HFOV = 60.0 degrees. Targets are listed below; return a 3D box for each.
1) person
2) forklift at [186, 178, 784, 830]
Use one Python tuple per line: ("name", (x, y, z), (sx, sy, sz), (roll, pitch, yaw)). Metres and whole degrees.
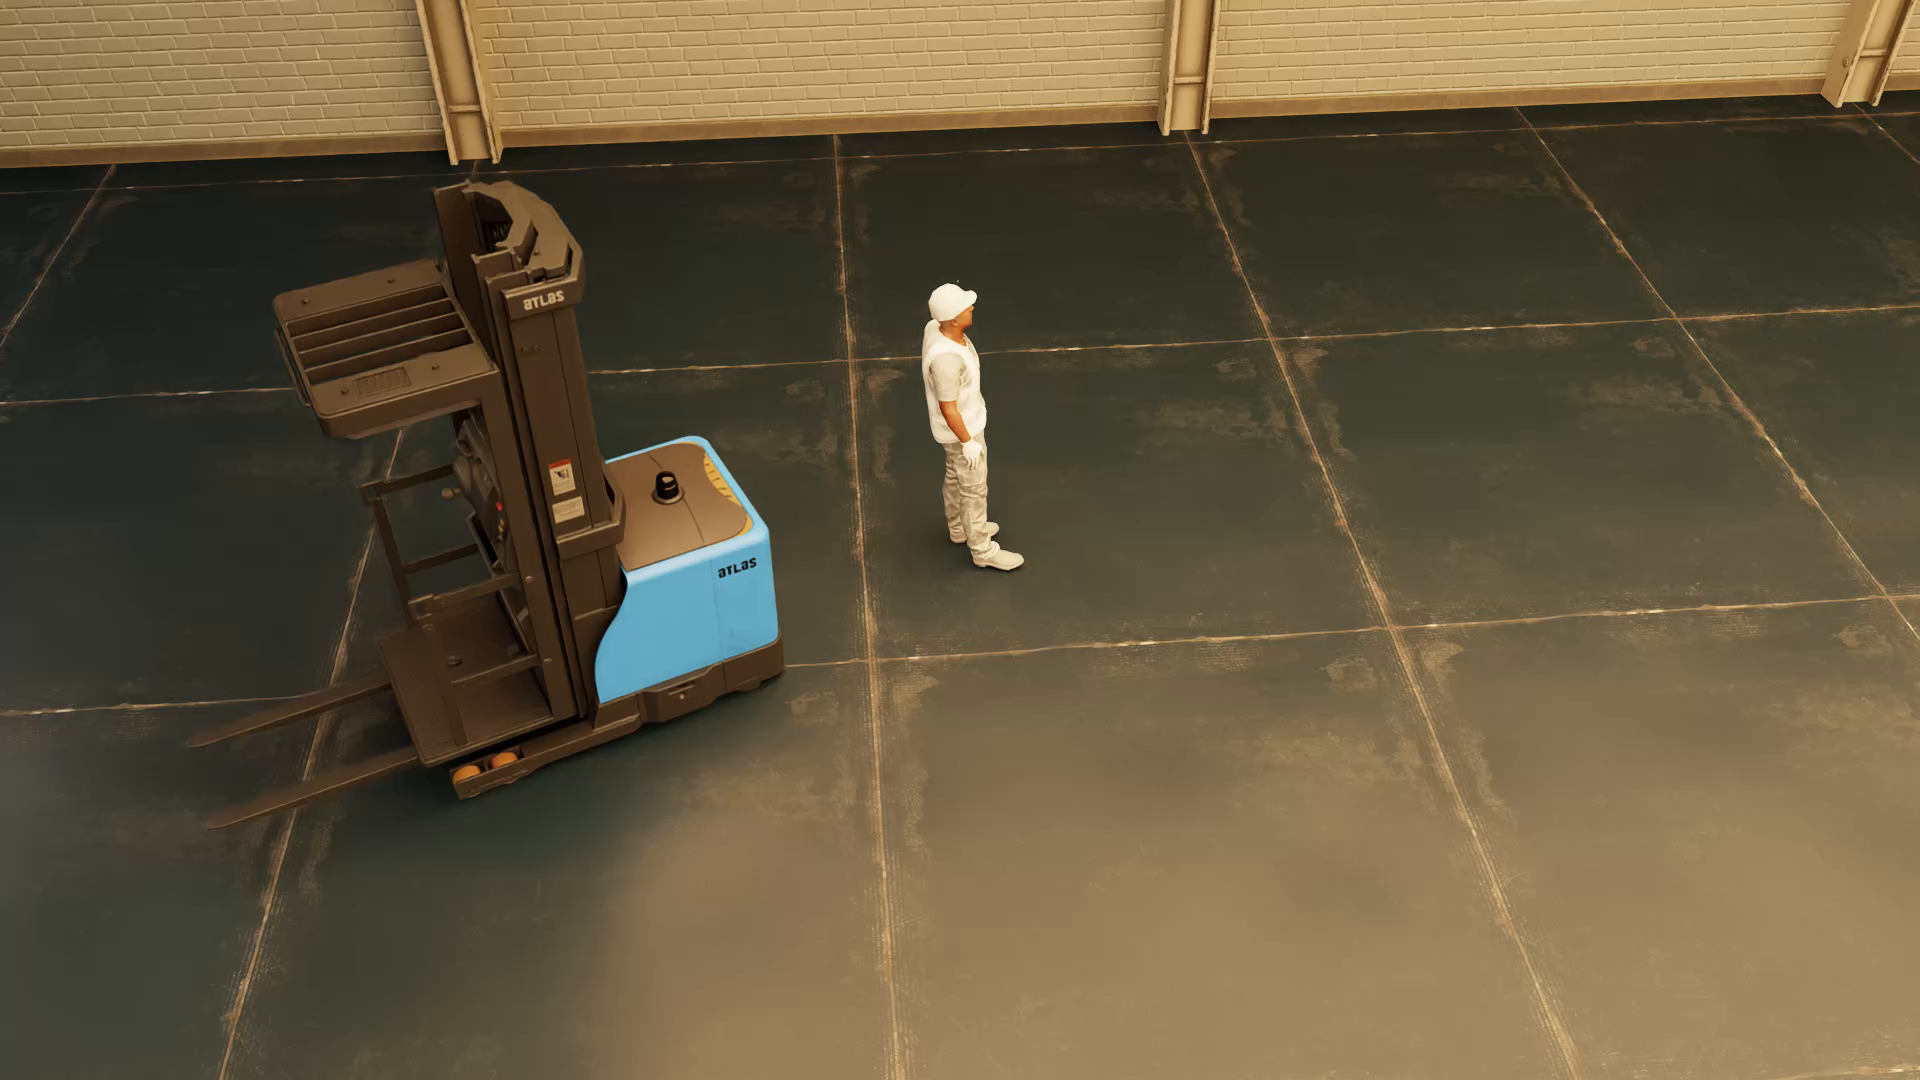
("person", (0.073, -0.682, 9.608), (0.575, 1.784, 0.656), (-3, 41, -4))
("forklift", (-2.525, -0.173, 8.140), (3.031, 2.935, 1.130), (-19, 44, -21))
